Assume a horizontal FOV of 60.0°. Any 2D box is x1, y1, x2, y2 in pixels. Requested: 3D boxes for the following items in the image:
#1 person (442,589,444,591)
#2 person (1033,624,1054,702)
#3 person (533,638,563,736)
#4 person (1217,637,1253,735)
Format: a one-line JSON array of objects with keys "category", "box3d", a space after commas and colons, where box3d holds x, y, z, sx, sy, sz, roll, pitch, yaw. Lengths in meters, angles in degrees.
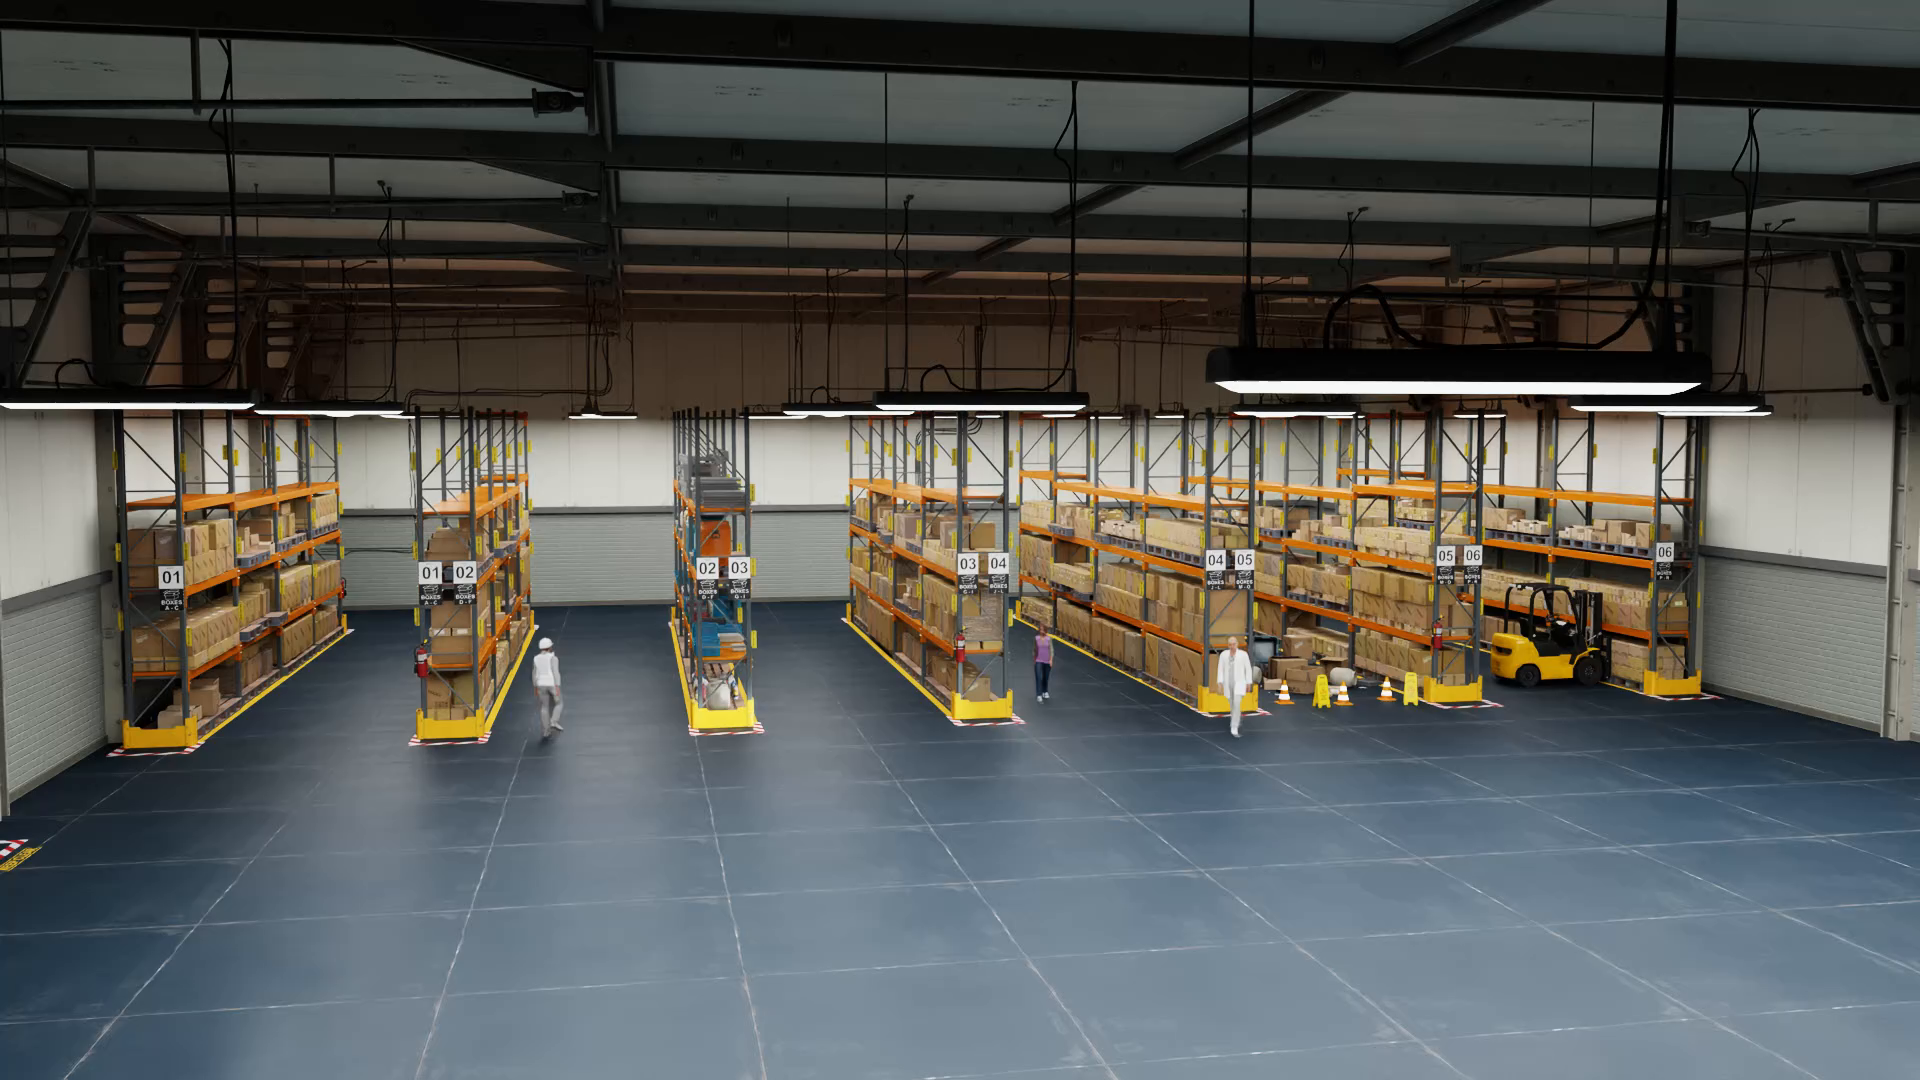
[{"category": "person", "box3d": [-13.363, 1.769, 42.998, 0.670, 1.725, 1.034, -1, 4, -10]}, {"category": "person", "box3d": [1.708, 2.504, 34.043, 0.428, 1.554, 0.897, 0, 4, 2]}, {"category": "person", "box3d": [-7.538, 2.671, 30.380, 0.570, 1.761, 0.464, 0, 4, 1]}, {"category": "person", "box3d": [5.024, 2.651, 30.588, 0.601, 1.735, 1.017, 3, 5, 33]}]
